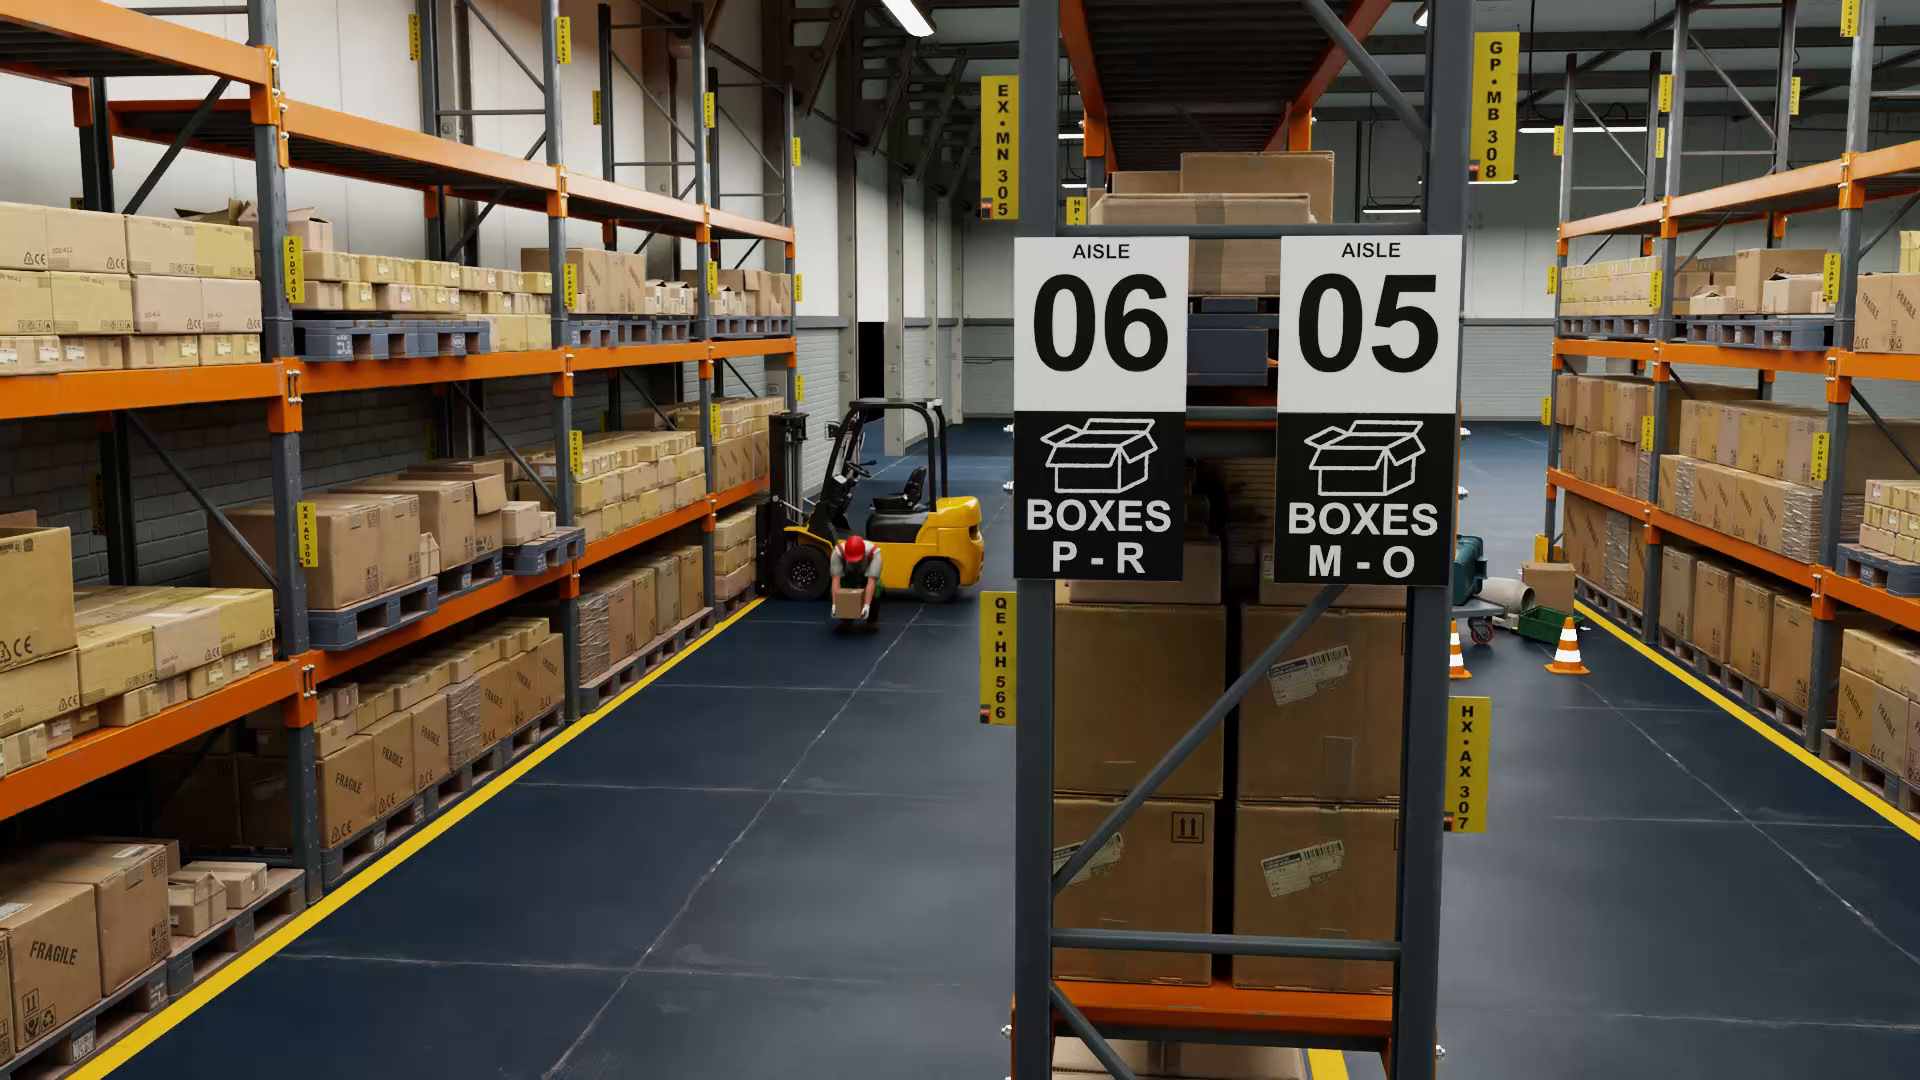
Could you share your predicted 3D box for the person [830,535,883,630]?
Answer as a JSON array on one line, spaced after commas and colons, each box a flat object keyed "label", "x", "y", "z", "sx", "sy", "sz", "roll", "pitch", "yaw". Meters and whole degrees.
[{"label": "person", "x": -1.011, "y": 0.402, "z": 16.231, "sx": 0.534, "sy": 0.990, "sz": 0.911, "roll": 1, "pitch": 8, "yaw": 5}]
